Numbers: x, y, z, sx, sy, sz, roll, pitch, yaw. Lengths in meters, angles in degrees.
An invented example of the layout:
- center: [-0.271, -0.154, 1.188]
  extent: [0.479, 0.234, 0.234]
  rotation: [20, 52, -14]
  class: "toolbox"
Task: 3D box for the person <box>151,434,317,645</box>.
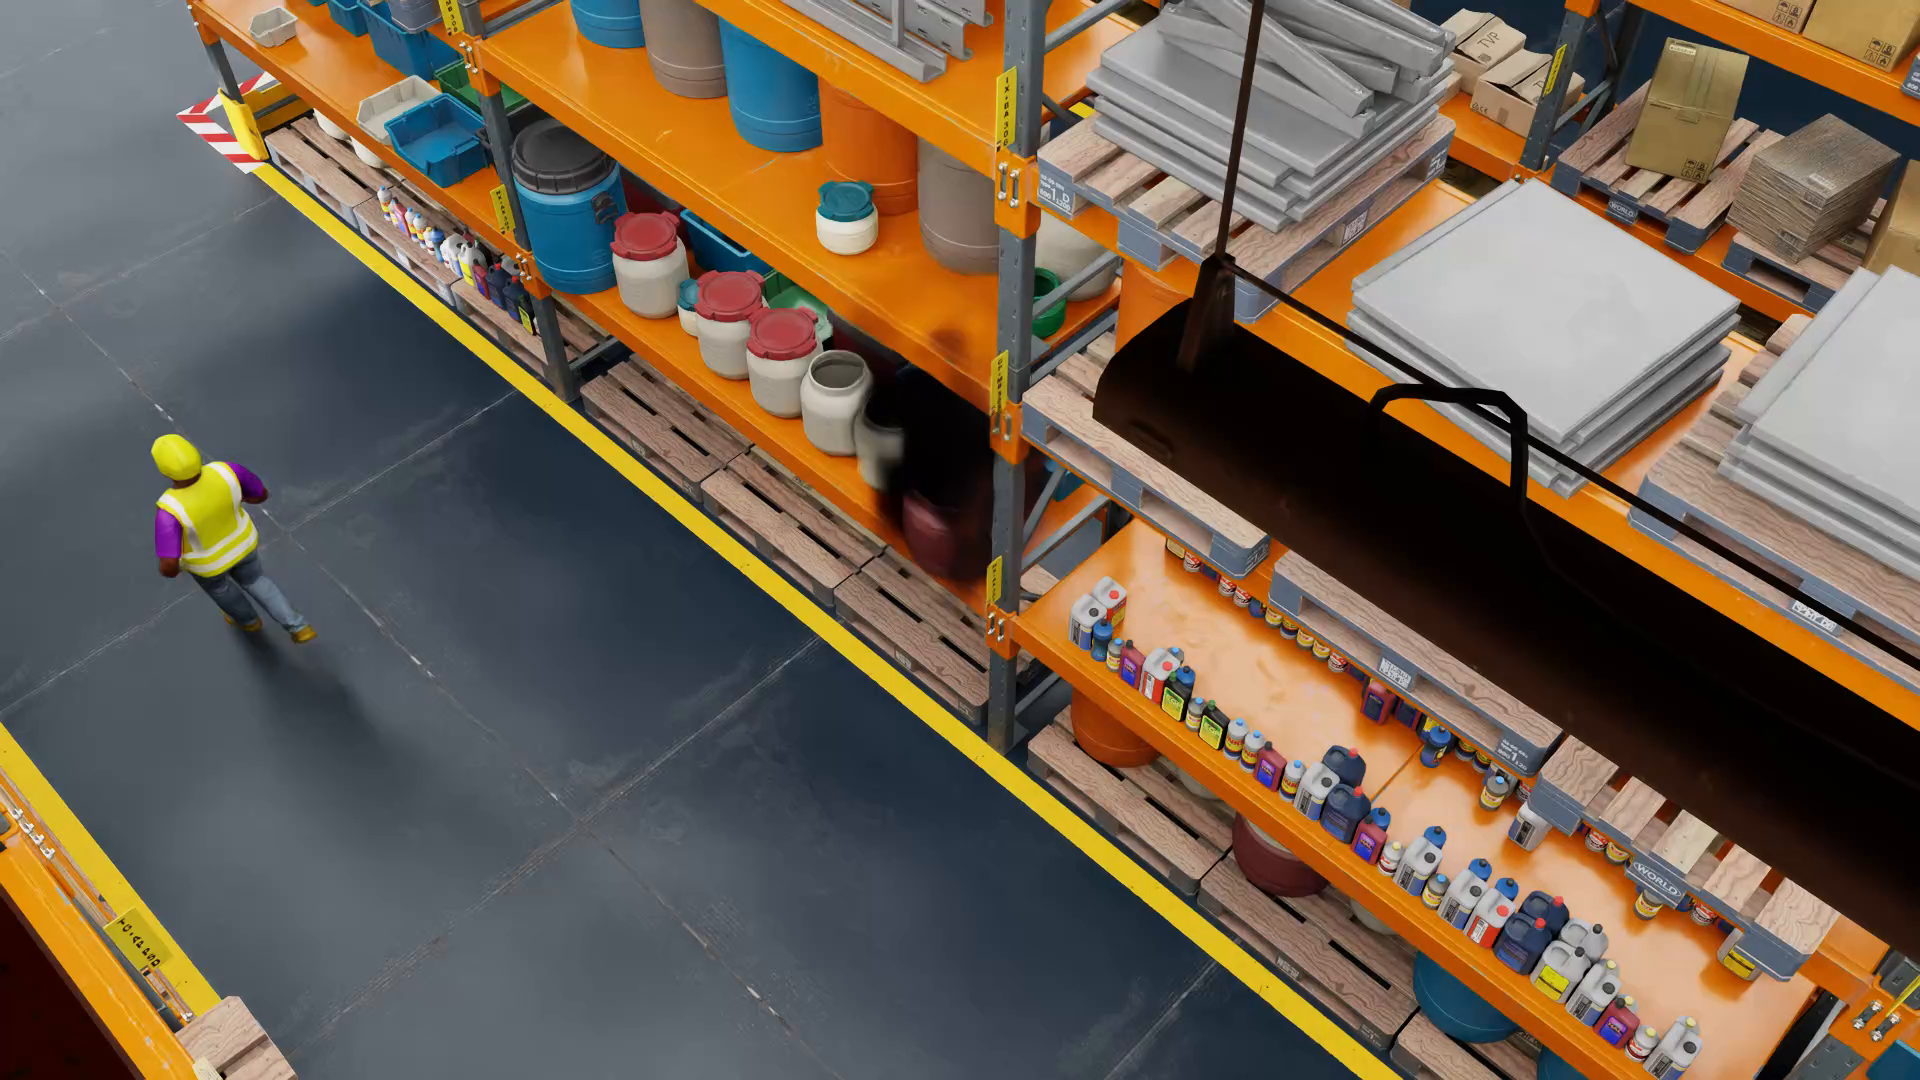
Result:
- center: [-4.075, 0.067, 9.173]
  extent: [0.870, 1.744, 0.712]
  rotation: [33, 57, 24]
  class: "person"
